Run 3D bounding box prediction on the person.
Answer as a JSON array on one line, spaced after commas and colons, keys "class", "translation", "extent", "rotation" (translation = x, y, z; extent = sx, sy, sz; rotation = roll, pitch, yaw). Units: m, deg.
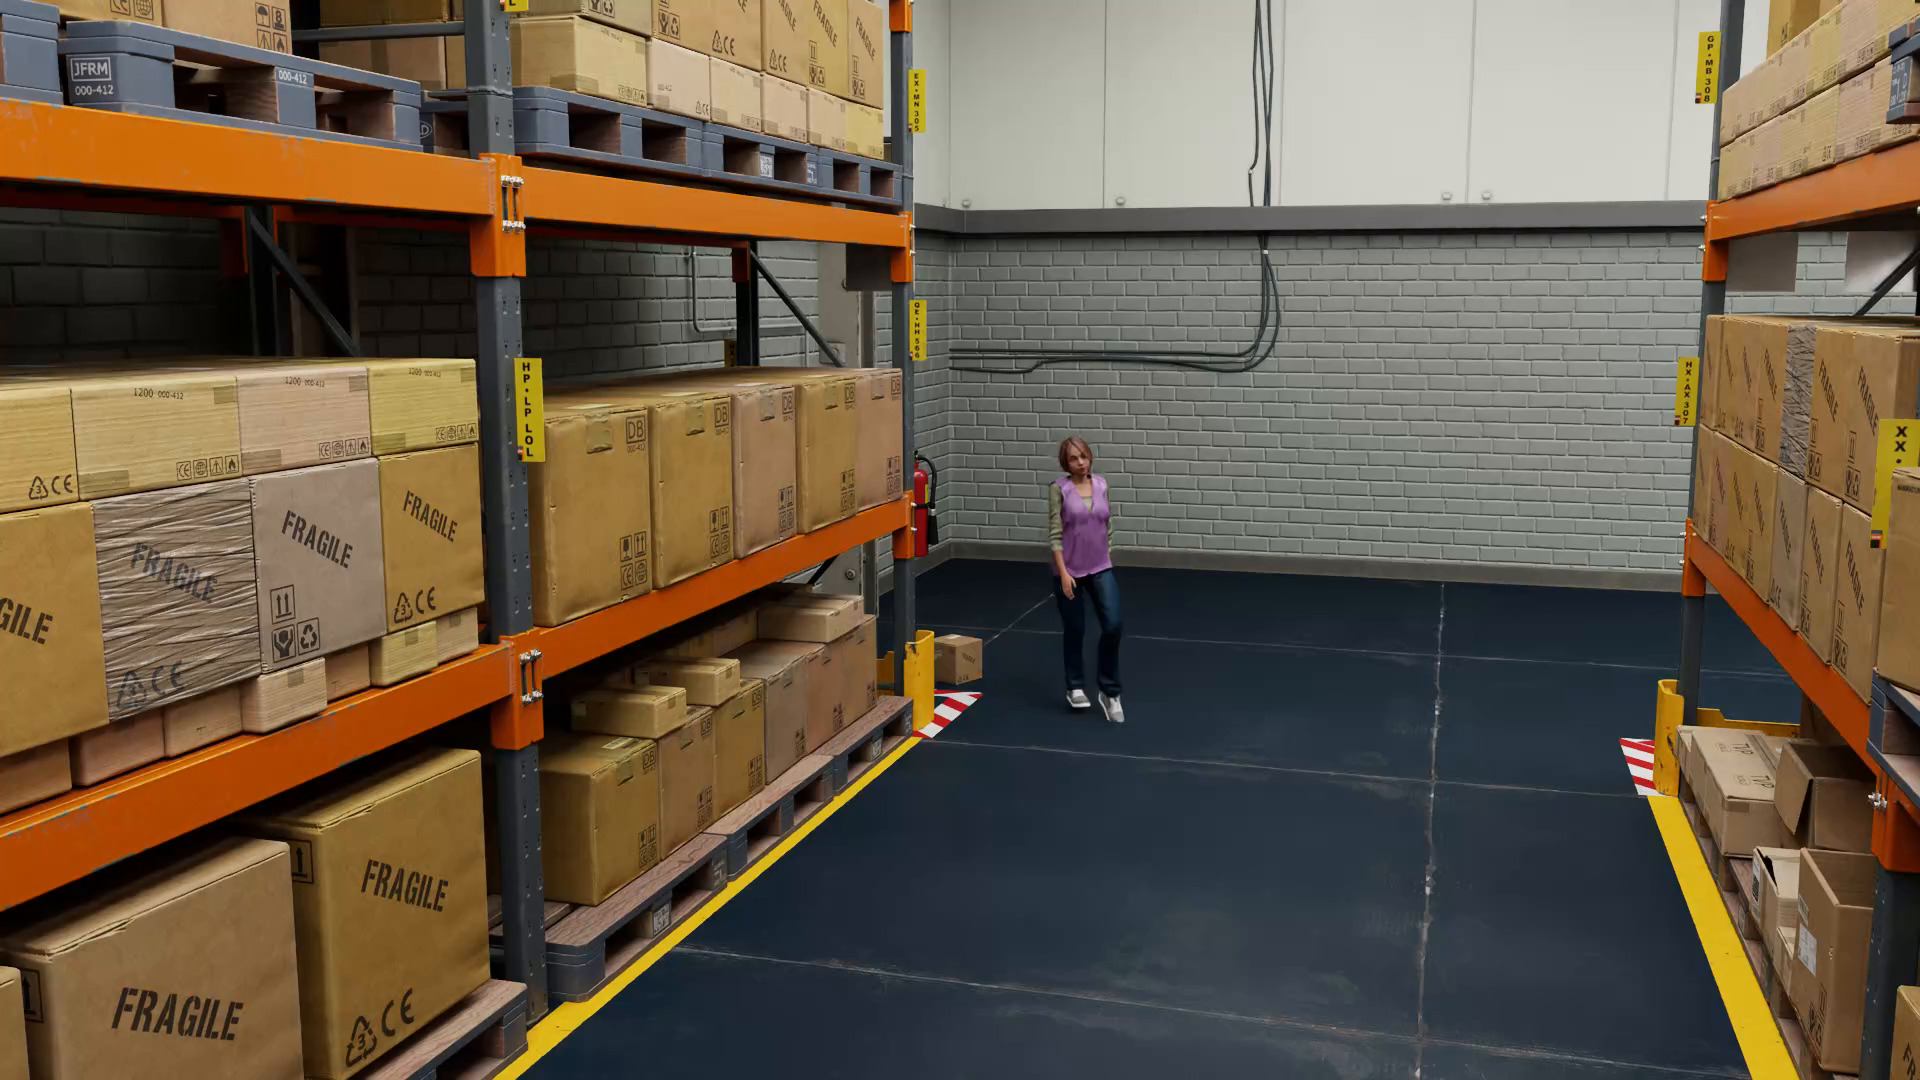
[{"class": "person", "translation": [0.688, 0.226, 9.448], "extent": [0.419, 1.638, 0.488], "rotation": [-2, 9, -15]}]
